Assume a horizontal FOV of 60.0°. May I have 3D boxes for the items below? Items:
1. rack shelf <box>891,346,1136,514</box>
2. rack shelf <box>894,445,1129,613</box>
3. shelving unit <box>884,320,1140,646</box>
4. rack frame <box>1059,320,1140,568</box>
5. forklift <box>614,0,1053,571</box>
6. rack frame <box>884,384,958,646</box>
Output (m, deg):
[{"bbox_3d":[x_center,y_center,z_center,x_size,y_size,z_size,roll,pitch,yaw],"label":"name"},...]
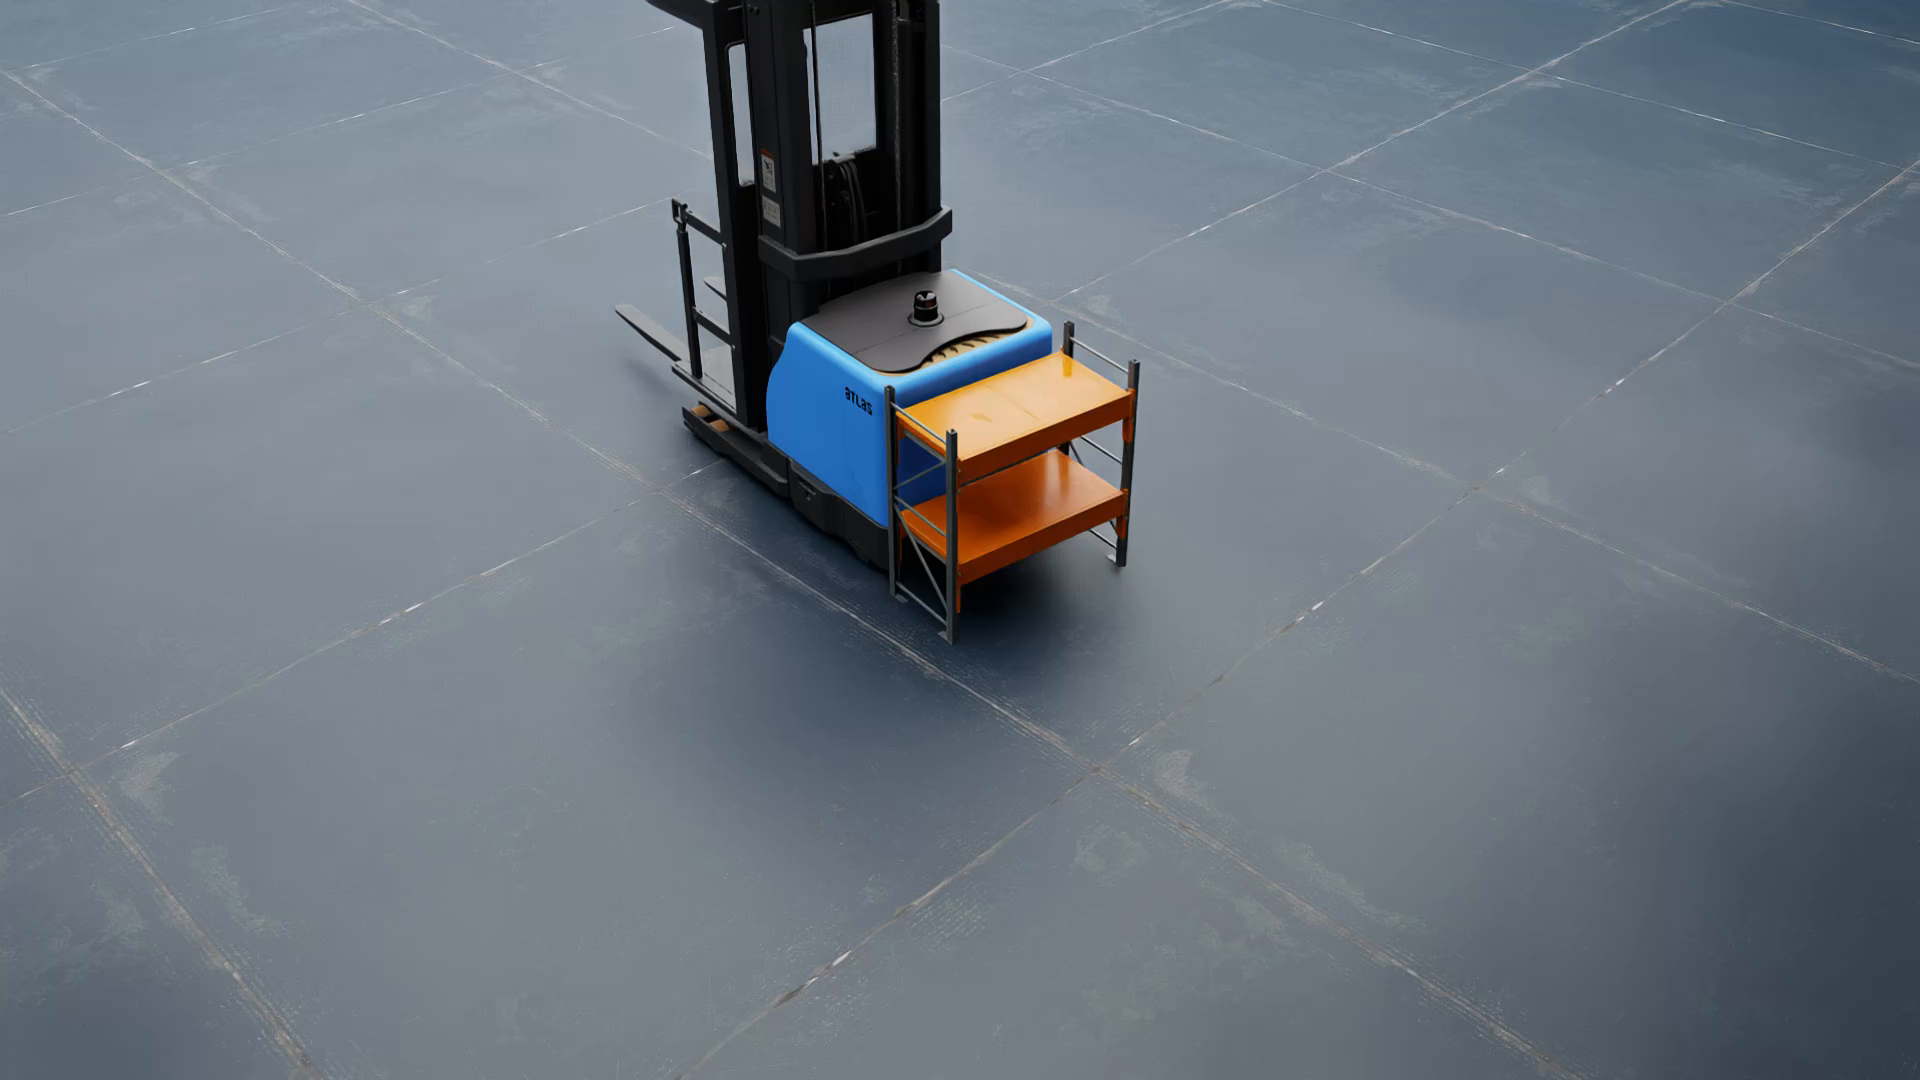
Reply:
[{"bbox_3d":[0.237,-0.513,7.490,1.000,0.278,0.538,-23,41,-29],"label":"rack shelf"},{"bbox_3d":[0.237,-0.072,7.797,1.000,0.278,0.538,-23,41,-29],"label":"rack shelf"},{"bbox_3d":[0.237,-0.273,7.658,1.048,1.125,0.538,-23,41,-29],"label":"shelving unit"},{"bbox_3d":[0.645,-0.446,7.907,0.032,1.125,0.500,-23,41,-29],"label":"rack frame"},{"bbox_3d":[-0.850,-1.837,8.321,1.130,2.935,3.031,-24,42,-30],"label":"forklift"},{"bbox_3d":[-0.170,-0.099,7.409,0.032,1.125,0.500,-23,41,-29],"label":"rack frame"}]
